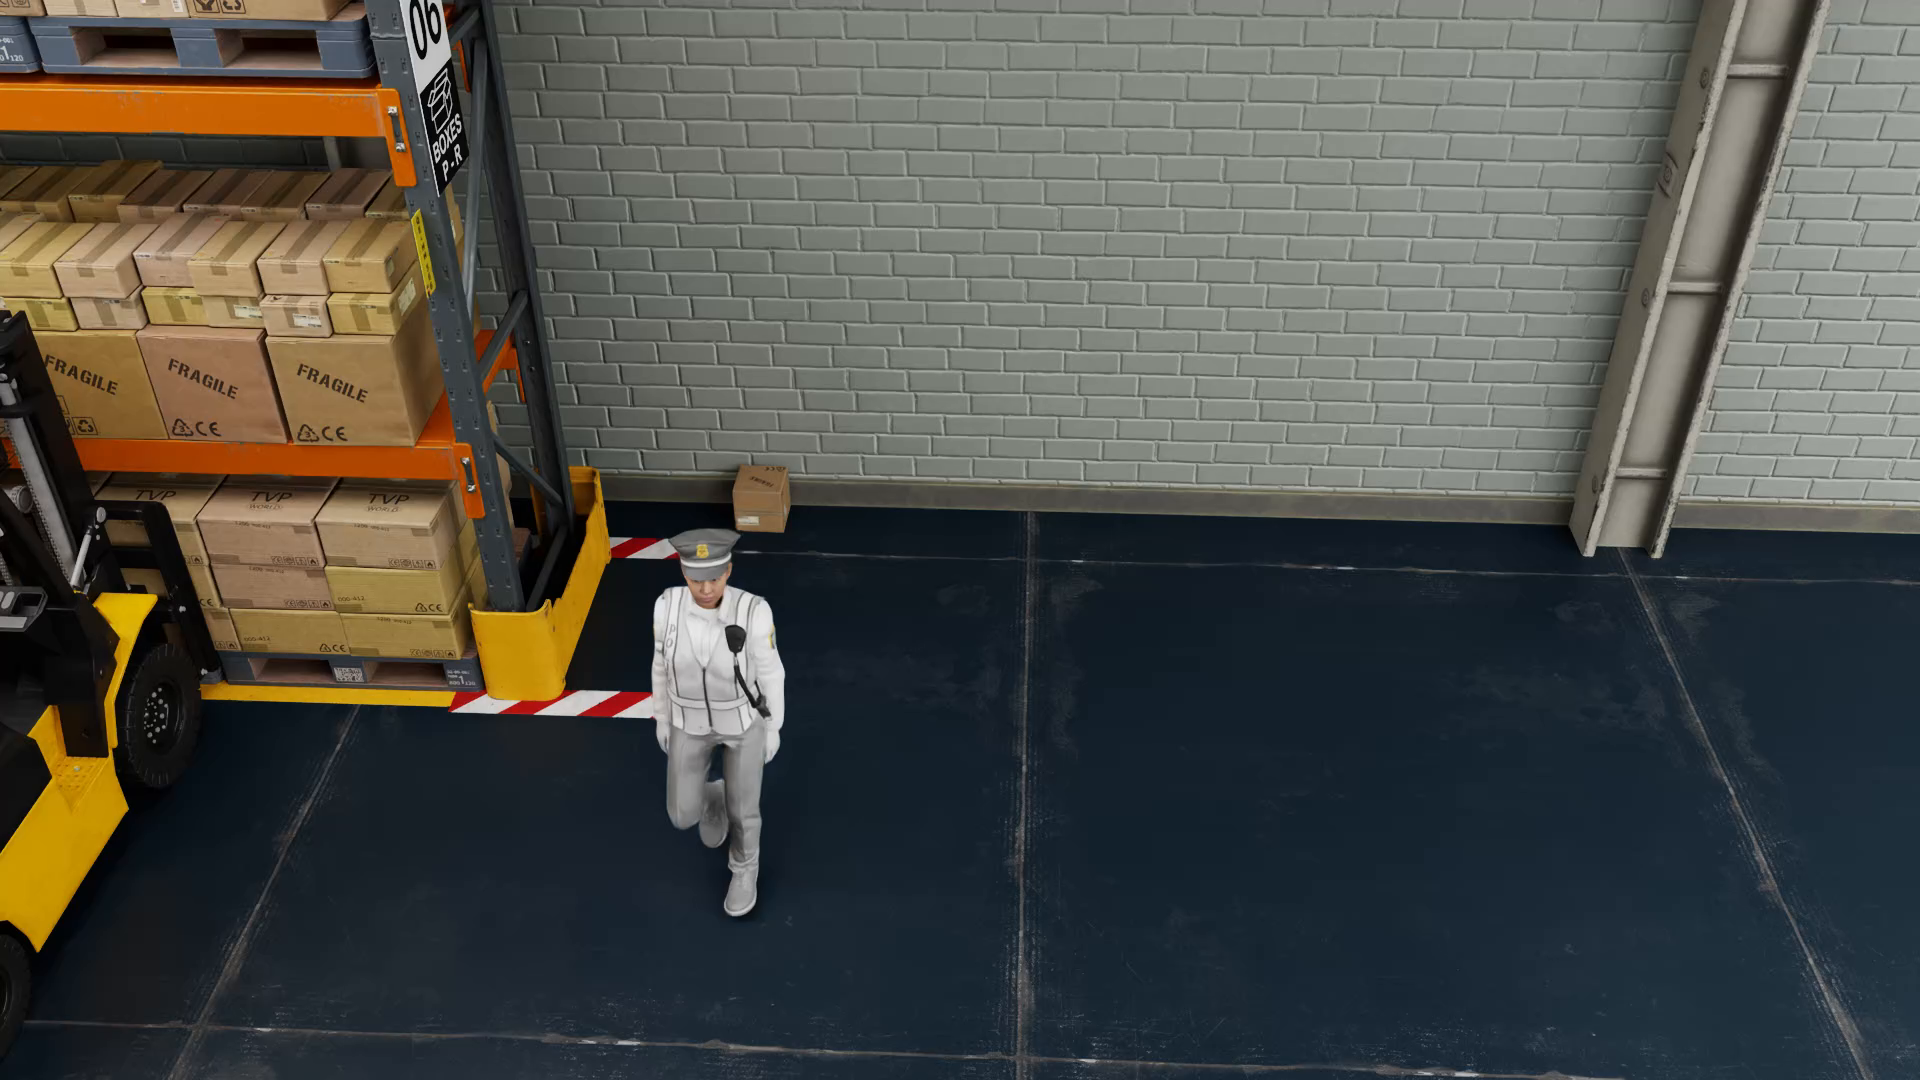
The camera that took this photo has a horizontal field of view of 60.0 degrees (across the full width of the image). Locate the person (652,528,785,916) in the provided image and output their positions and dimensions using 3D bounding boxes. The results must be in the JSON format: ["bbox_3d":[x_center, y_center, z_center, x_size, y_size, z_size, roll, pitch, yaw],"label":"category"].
[{"bbox_3d":[-0.884,0.646,6.149,0.498,1.682,0.482,2,36,3],"label":"person"}]
